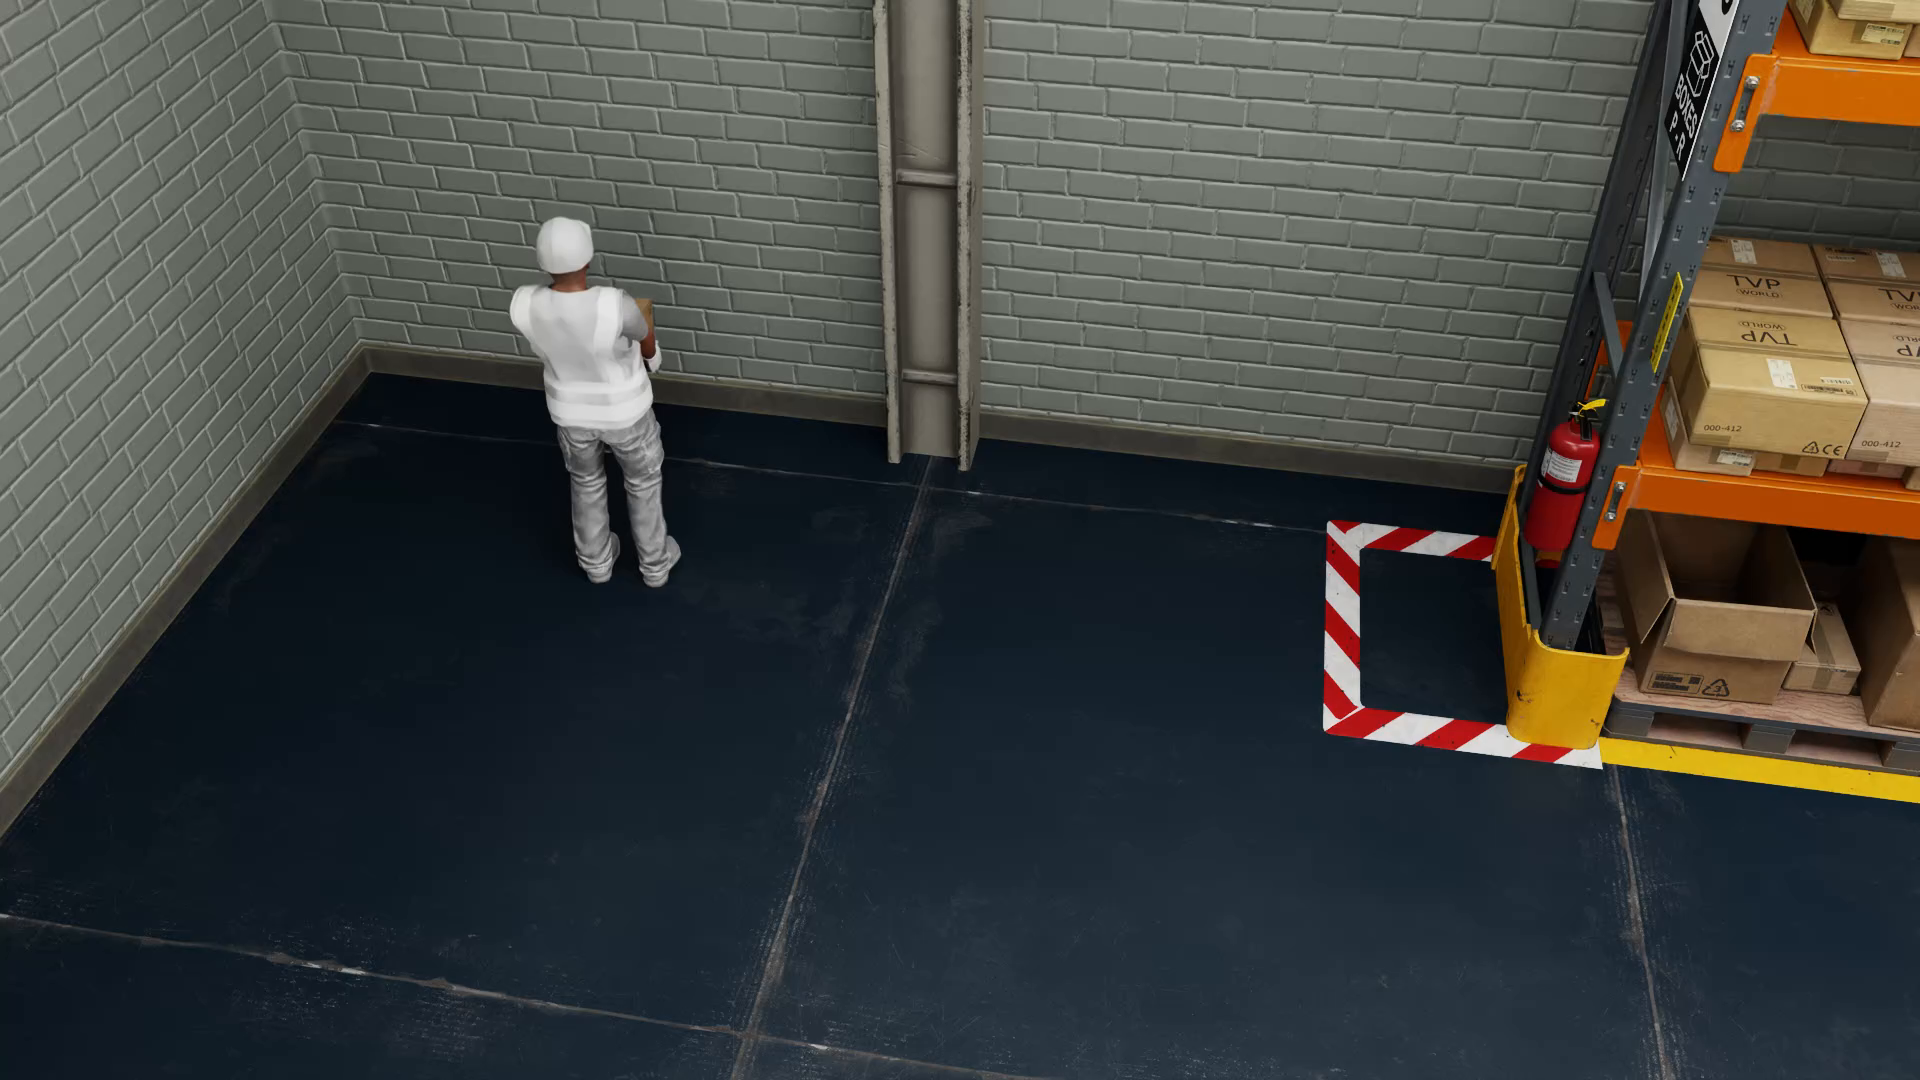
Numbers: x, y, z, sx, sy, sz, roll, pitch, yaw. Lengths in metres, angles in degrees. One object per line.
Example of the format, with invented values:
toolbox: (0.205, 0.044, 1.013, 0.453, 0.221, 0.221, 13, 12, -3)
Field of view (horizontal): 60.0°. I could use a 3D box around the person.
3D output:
person: (-1.464, -0.609, 6.866, 0.488, 1.778, 0.582, 5, 40, 6)
